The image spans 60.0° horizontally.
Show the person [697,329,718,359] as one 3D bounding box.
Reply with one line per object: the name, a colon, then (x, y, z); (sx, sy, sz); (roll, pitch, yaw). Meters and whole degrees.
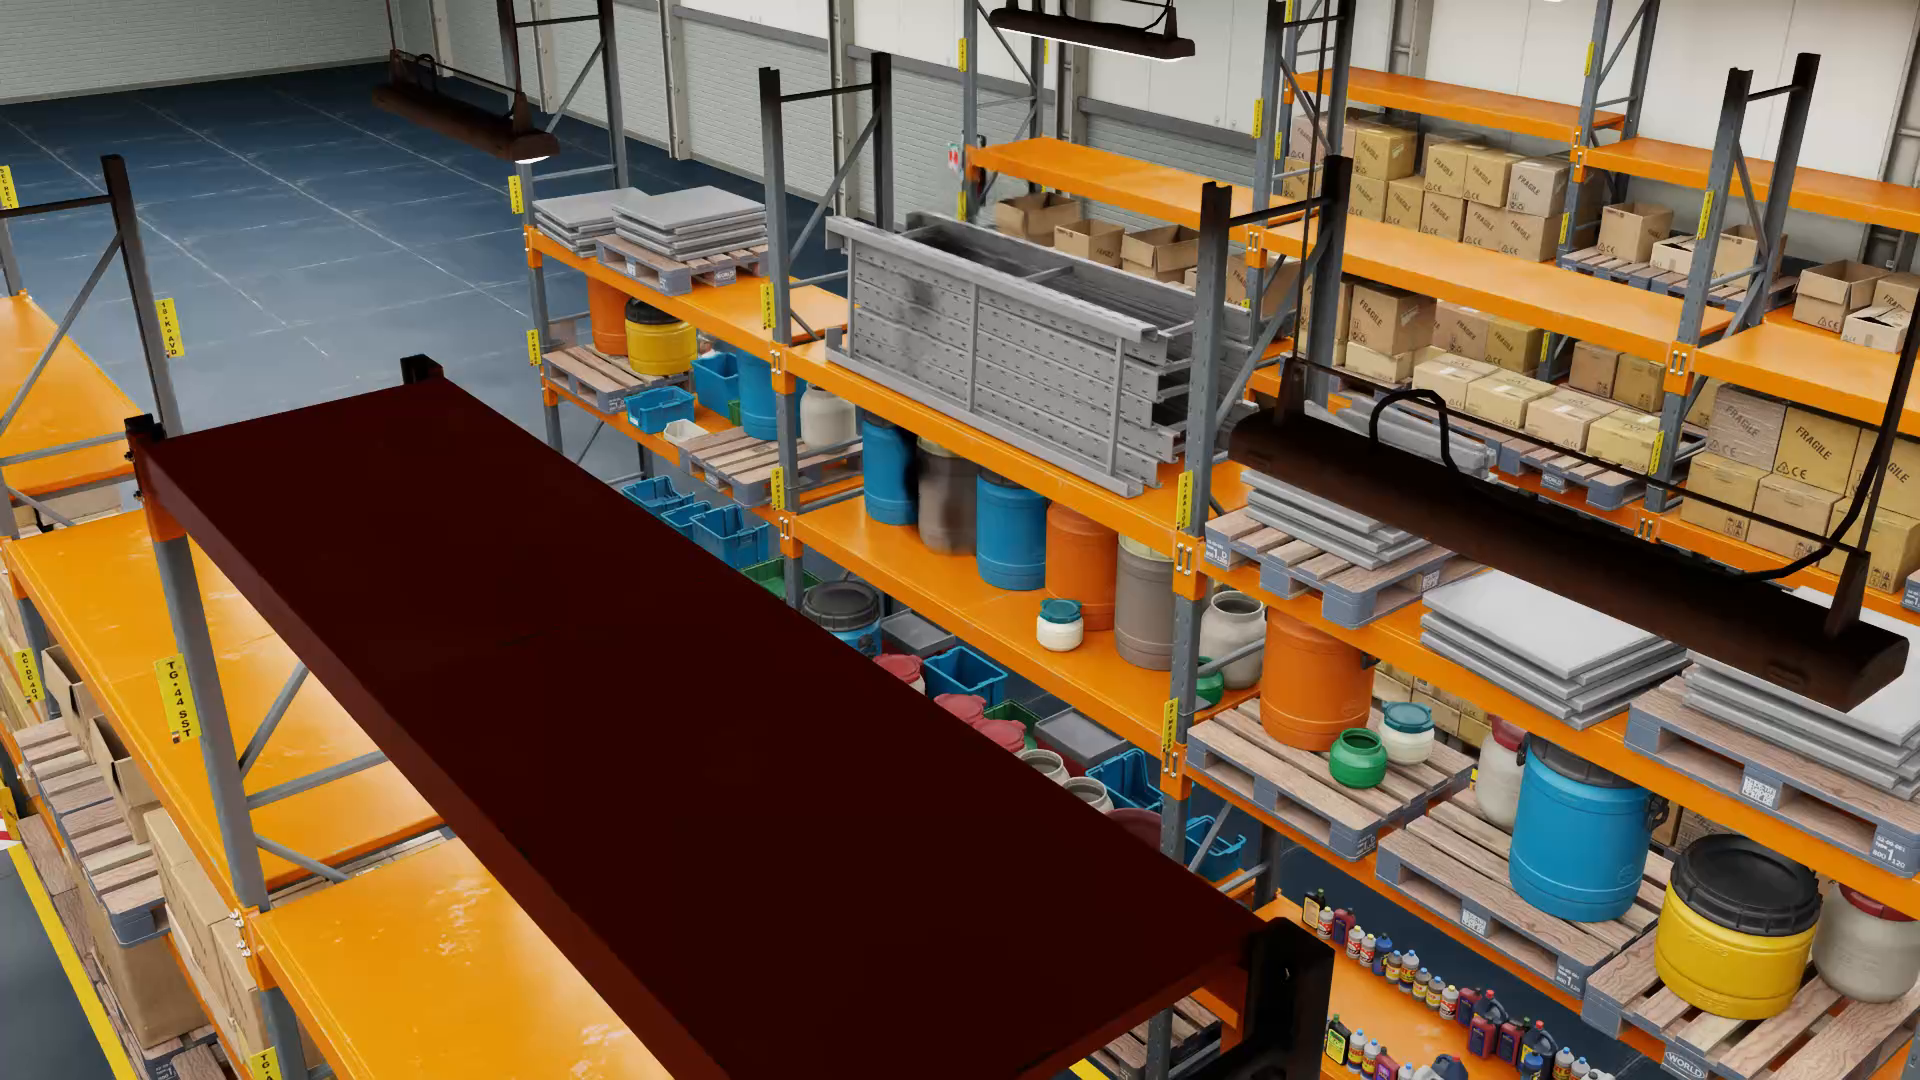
person: (-2.943, -1.682, 19.766); (0.644, 1.748, 0.669); (-9, 27, -18)
